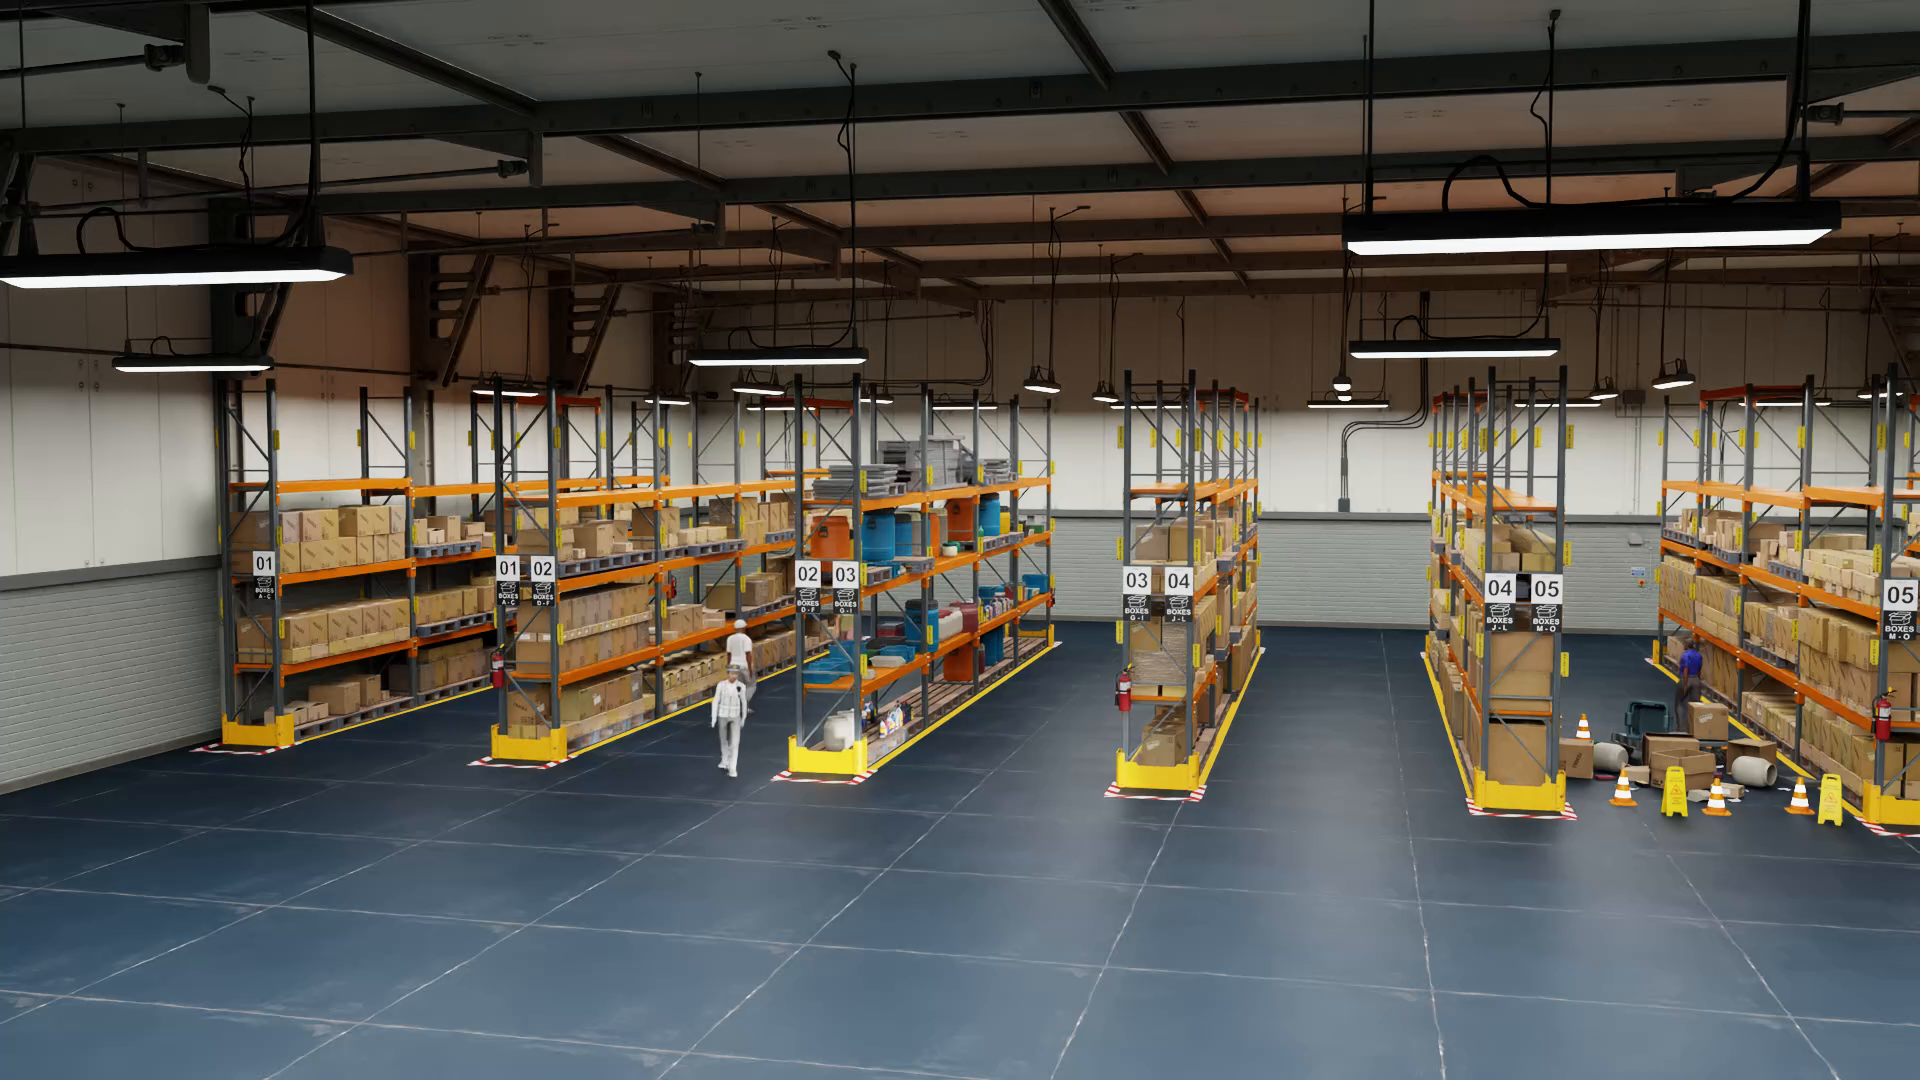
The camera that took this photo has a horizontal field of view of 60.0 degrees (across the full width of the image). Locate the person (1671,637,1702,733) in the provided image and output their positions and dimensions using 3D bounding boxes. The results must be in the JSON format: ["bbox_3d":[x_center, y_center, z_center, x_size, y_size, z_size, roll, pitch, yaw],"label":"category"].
[{"bbox_3d":[12.421,2.506,28.256,0.457,1.696,0.551,0,3,-2],"label":"person"}]

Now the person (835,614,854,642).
[{"bbox_3d":[-2.400,1.867,35.168,0.447,1.521,1.086,1,3,10],"label":"person"}]

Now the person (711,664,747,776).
[{"bbox_3d":[-3.465,2.671,24.956,0.513,1.630,0.910,0,3,-5],"label":"person"}]

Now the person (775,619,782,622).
[{"bbox_3d":[-5.062,1.371,45.910,0.540,1.715,0.859,-2,4,-35],"label":"person"}]

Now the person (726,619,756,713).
[{"bbox_3d":[-3.979,2.313,30.059,0.600,1.756,0.491,1,4,23],"label":"person"}]
